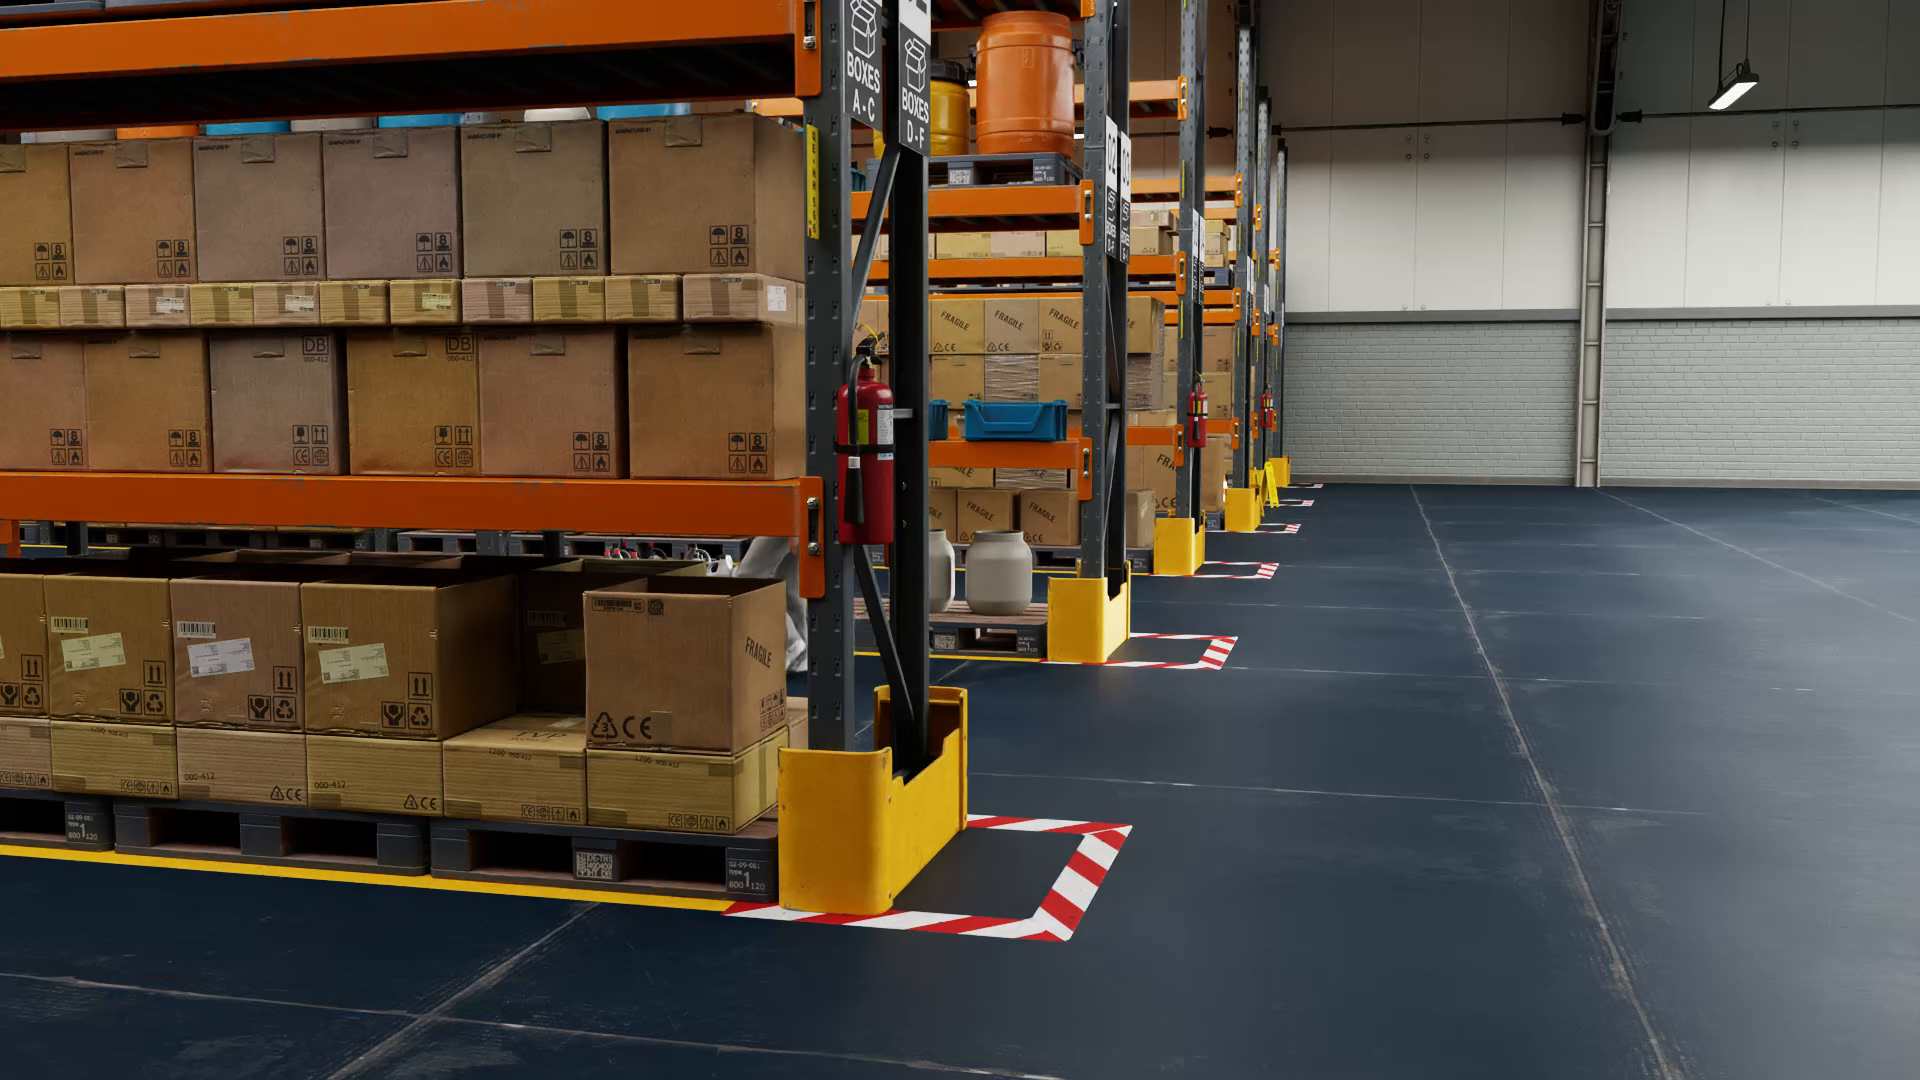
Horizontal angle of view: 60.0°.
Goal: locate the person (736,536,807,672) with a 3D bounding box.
[{"bbox_3d":[-0.962,-0.065,9.222,0.524,1.689,0.476,0,5,6],"label":"person"}]
